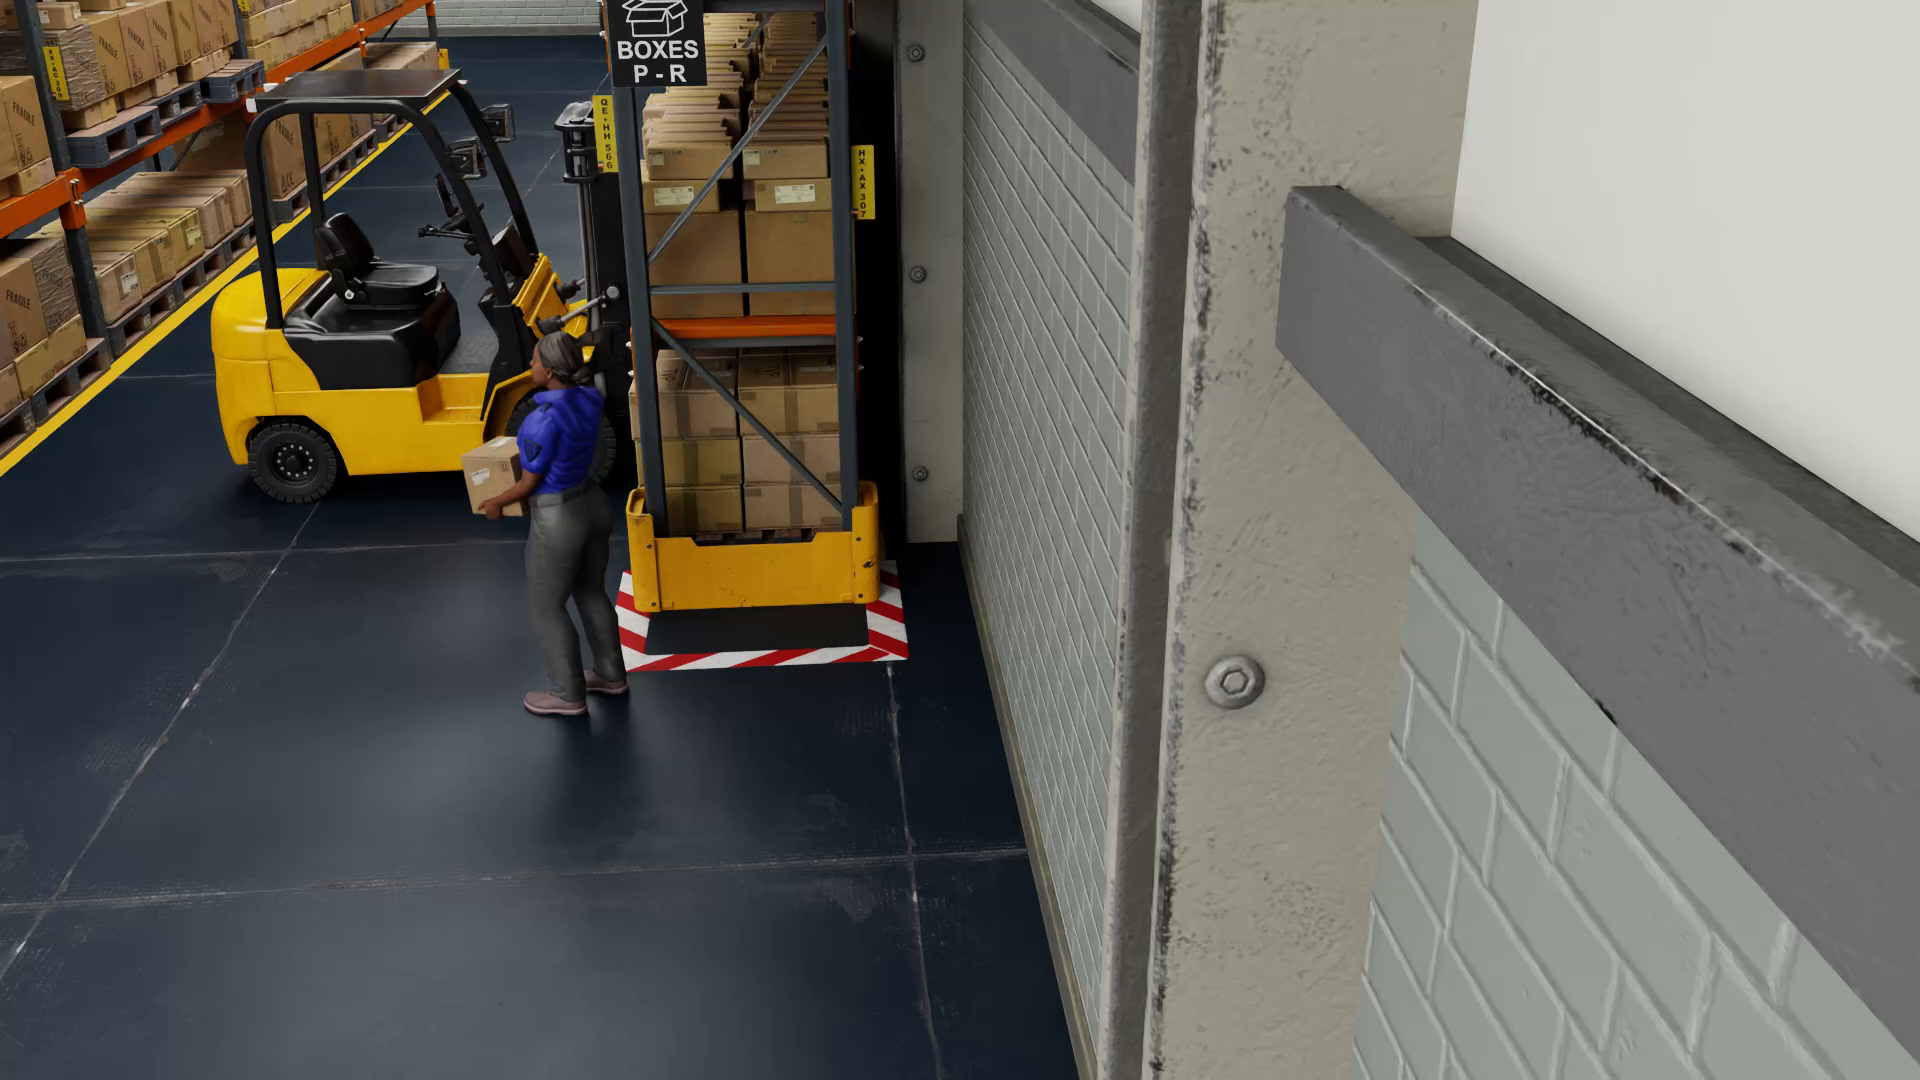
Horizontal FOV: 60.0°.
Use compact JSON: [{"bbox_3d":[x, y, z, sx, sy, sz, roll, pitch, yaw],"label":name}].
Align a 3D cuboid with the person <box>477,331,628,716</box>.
[{"bbox_3d":[-1.665,-0.073,6.785,0.516,1.648,0.451,10,26,21],"label":"person"}]
